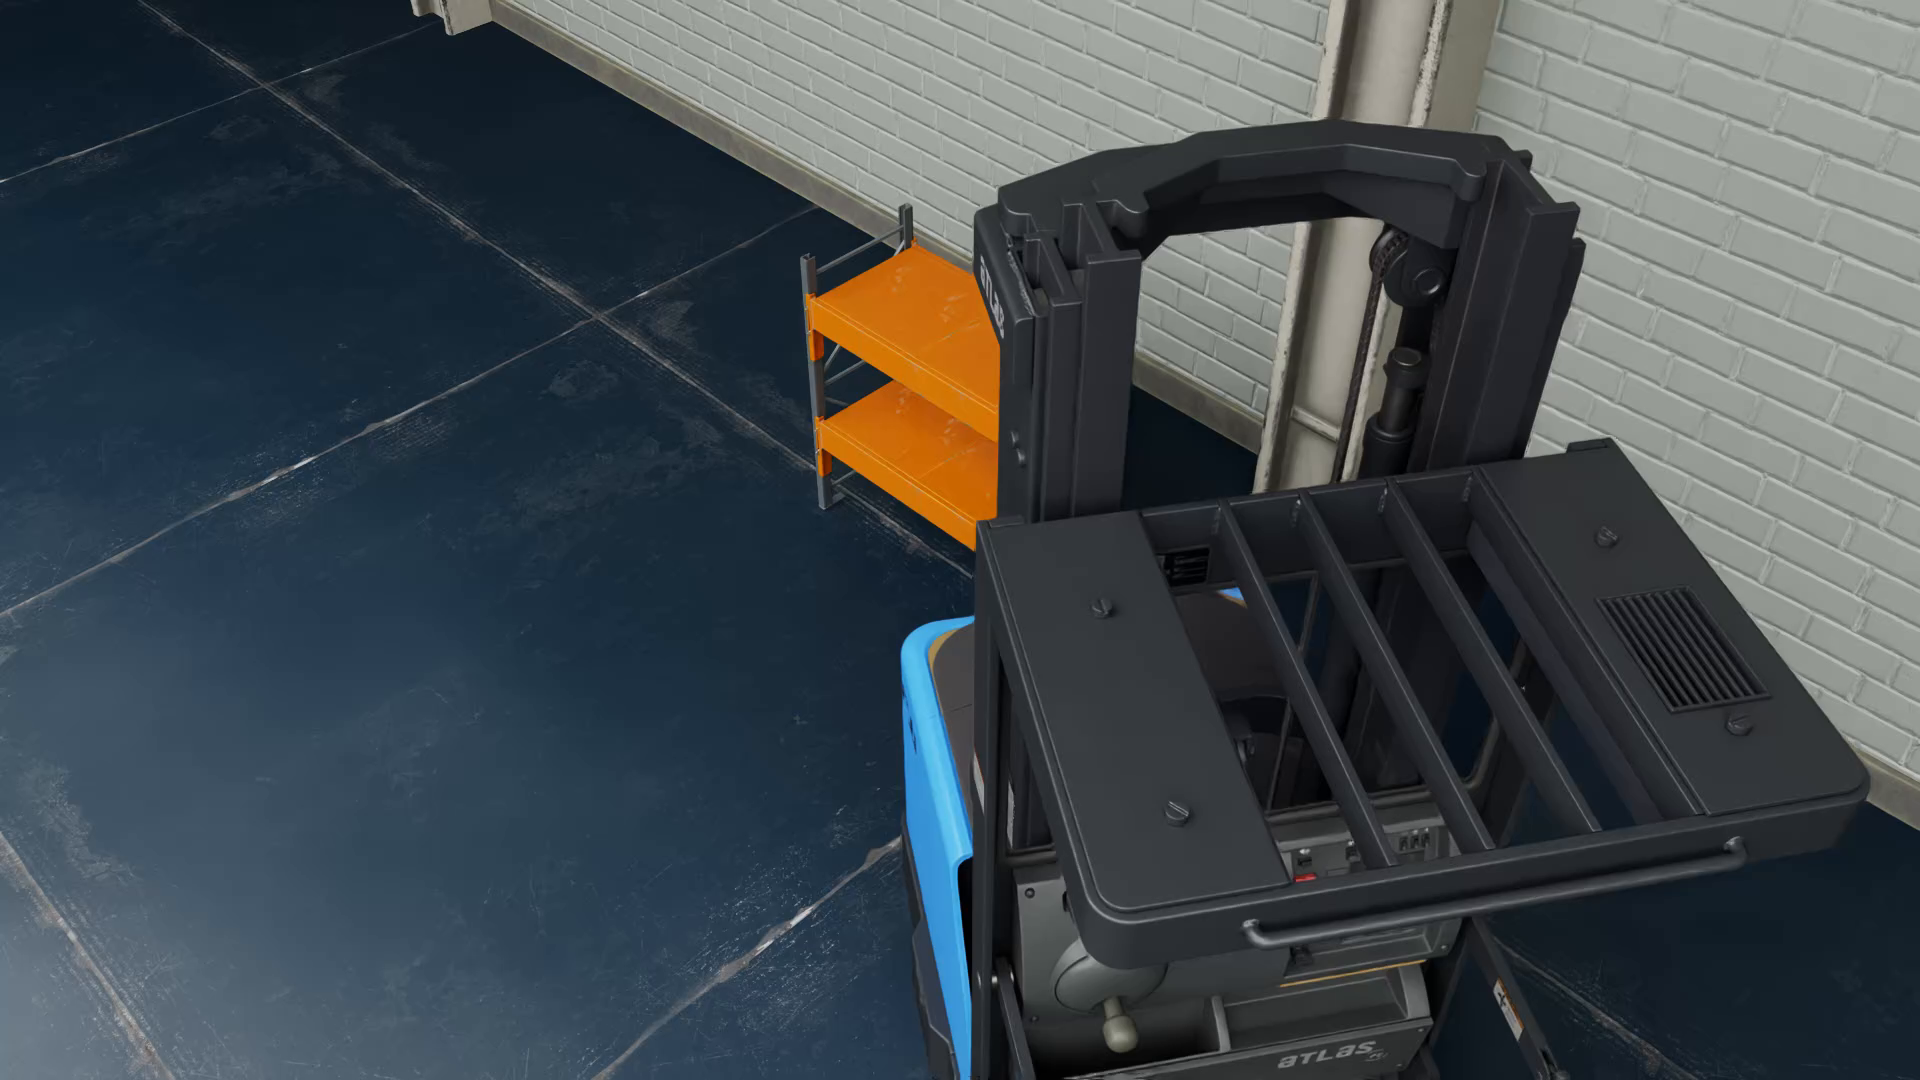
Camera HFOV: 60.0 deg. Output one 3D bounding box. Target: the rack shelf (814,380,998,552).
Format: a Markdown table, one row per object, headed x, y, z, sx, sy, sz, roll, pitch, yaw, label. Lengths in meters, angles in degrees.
| x | y | z | sx | sy | sz | roll | pitch | yaw | label |
| --- | --- | --- | --- | --- | --- | --- | --- | --- | --- |
| 0.005 | -0.230 | 6.031 | 0.538 | 0.278 | 1.000 | -34 | 53 | -31 | rack shelf |

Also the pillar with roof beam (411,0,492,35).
| x | y | z | sx | sy | sz | roll | pitch | yaw | label |
| --- | --- | --- | --- | --- | --- | --- | --- | --- | --- |
| -5.926 | -4.231 | 4.198 | 9.100 | 9.000 | 0.400 | -34 | 53 | -31 | pillar with roof beam |

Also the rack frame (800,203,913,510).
| x | y | z | sx | sy | sz | roll | pitch | yaw | label |
| --- | --- | --- | --- | --- | --- | --- | --- | --- | --- |
| -0.354 | -0.654 | 6.129 | 0.500 | 1.125 | 0.032 | -34 | 53 | -31 | rack frame |

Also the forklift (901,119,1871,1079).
| x | y | z | sx | sy | sz | roll | pitch | yaw | label |
| --- | --- | --- | --- | --- | --- | --- | --- | --- | --- |
| 0.614 | 0.857 | 3.163 | 1.130 | 2.935 | 3.031 | -8 | 43 | -8 | forklift |

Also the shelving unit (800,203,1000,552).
| x | y | z | sx | sy | sz | roll | pitch | yaw | label |
| --- | --- | --- | --- | --- | --- | --- | --- | --- | --- |
| 0.005 | -0.410 | 5.865 | 0.538 | 1.125 | 1.048 | -34 | 53 | -31 | shelving unit |

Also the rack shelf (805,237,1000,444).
| x | y | z | sx | sy | sz | roll | pitch | yaw | label |
| --- | --- | --- | --- | --- | --- | --- | --- | --- | --- |
| 0.005 | -0.625 | 5.666 | 0.538 | 0.278 | 1.000 | -34 | 53 | -31 | rack shelf |

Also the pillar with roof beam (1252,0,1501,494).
| x | y | z | sx | sy | sz | roll | pitch | yaw | label |
| --- | --- | --- | --- | --- | --- | --- | --- | --- | --- |
| -1.689 | -1.348 | 1.078 | 9.100 | 9.000 | 0.400 | -34 | 53 | -31 | pillar with roof beam |
